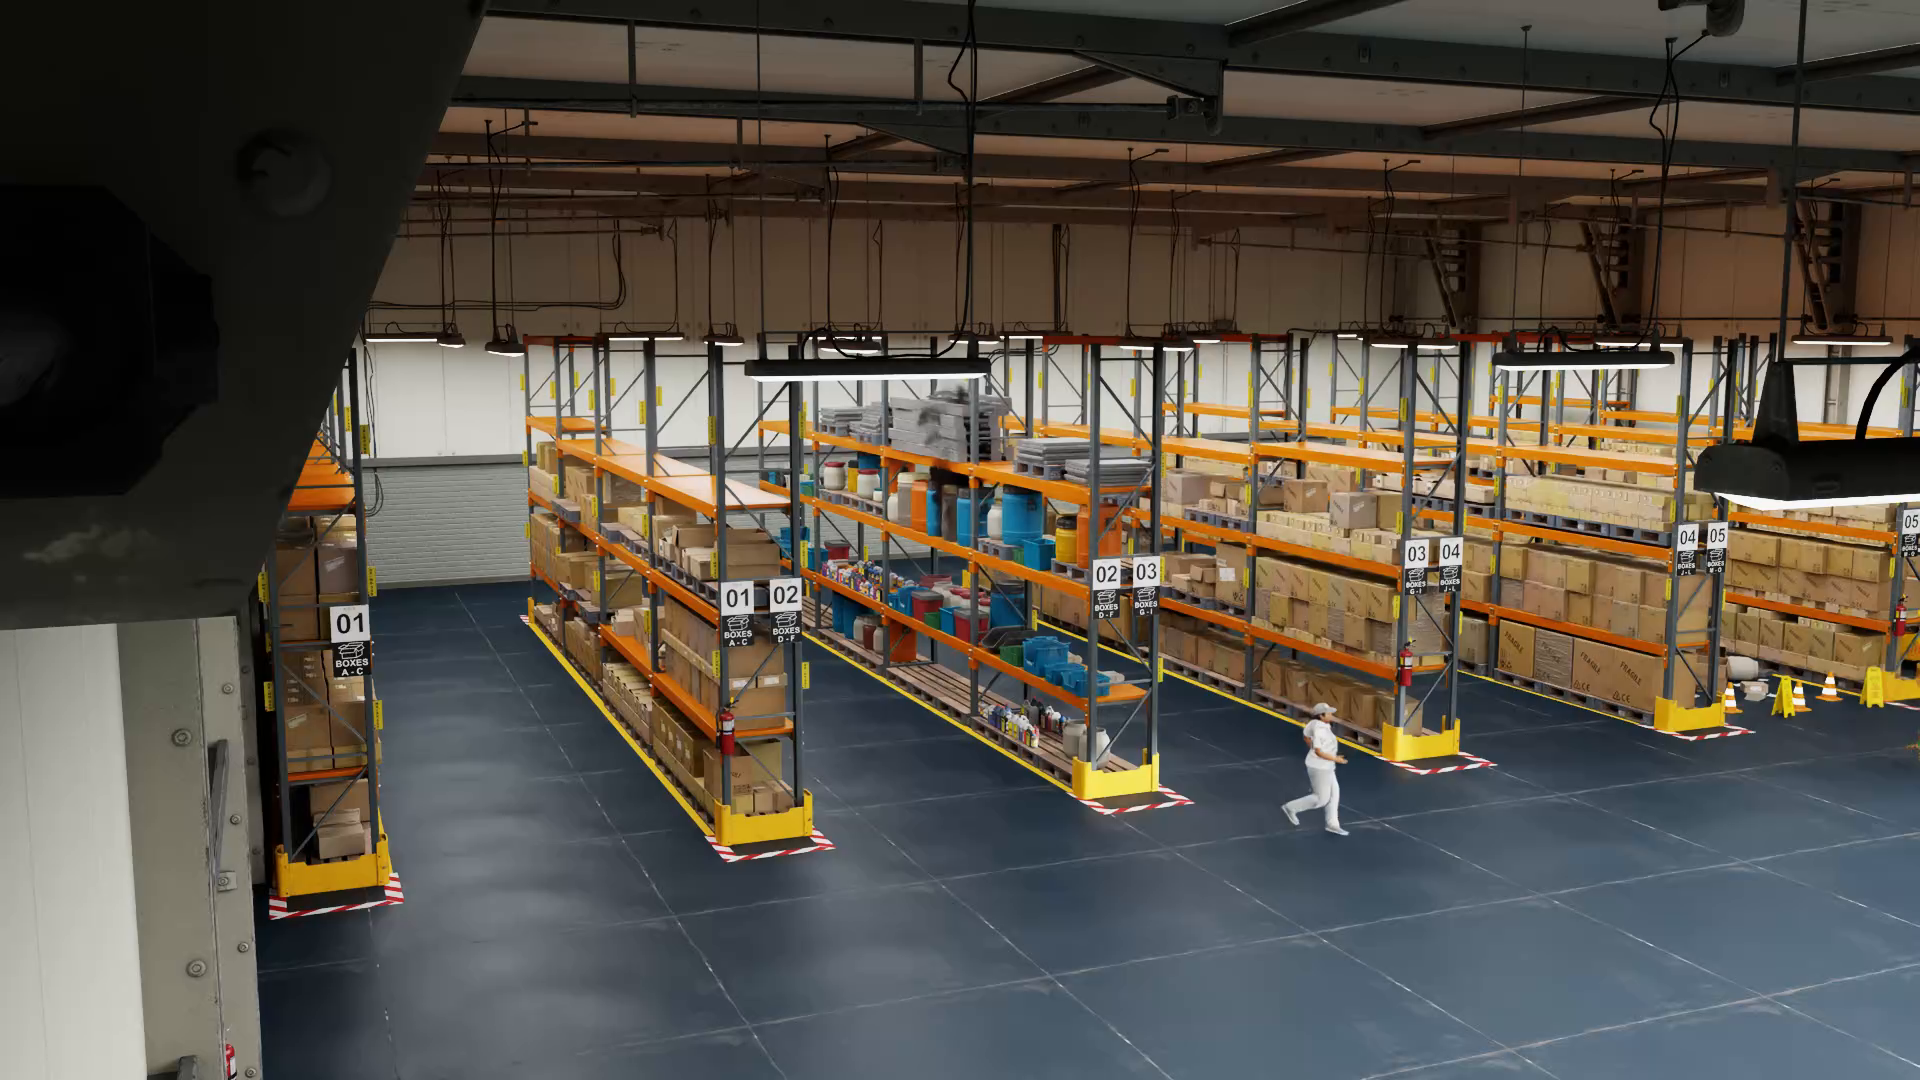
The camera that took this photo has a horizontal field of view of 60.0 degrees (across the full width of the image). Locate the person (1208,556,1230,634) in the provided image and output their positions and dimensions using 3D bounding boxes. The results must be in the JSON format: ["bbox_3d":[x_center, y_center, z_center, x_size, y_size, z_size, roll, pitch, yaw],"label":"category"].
[{"bbox_3d":[5.111,1.160,32.567,0.637,1.763,0.711,-3,8,-24],"label":"person"}]

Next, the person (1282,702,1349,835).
[{"bbox_3d":[4.395,2.826,20.474,0.835,1.668,0.621,1,8,8],"label":"person"}]
